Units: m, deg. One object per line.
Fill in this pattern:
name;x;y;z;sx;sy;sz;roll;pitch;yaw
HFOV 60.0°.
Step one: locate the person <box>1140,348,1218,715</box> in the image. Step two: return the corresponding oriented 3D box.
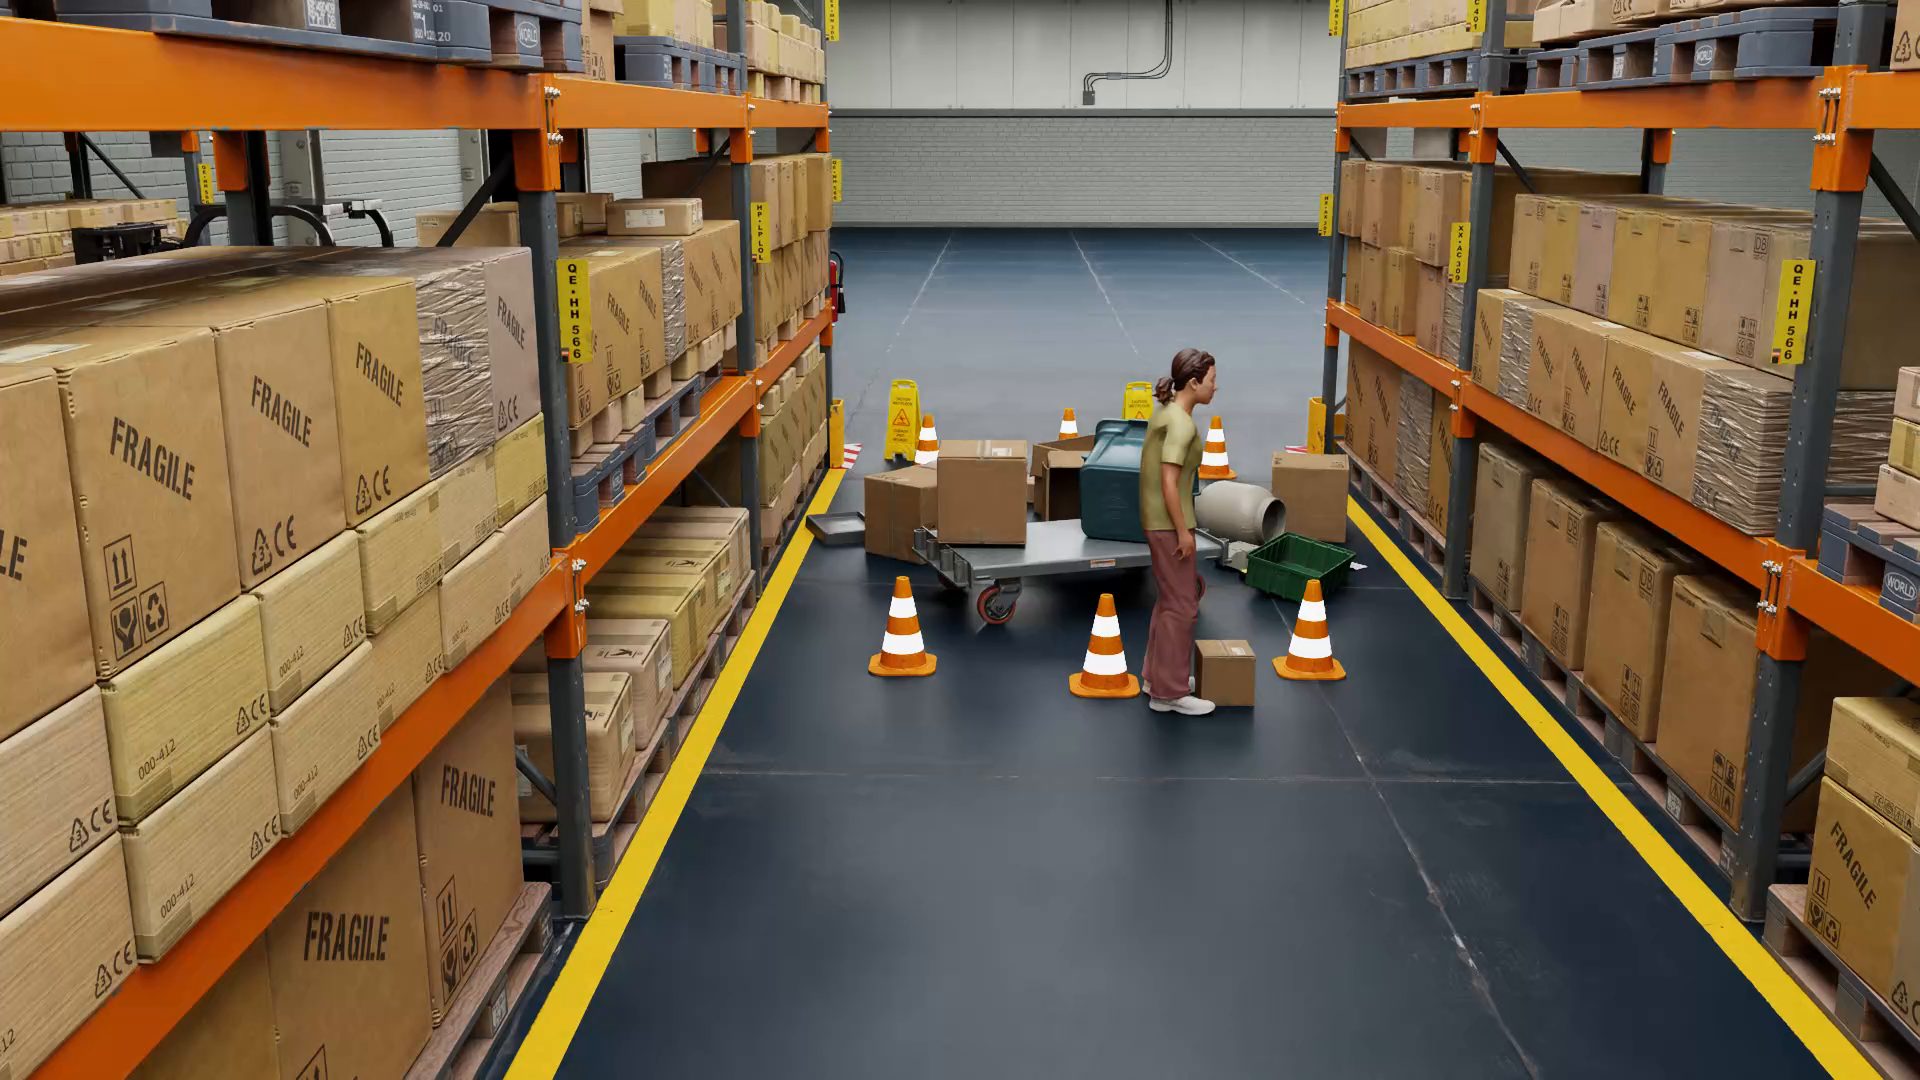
person;1.011;-0.054;7.720;0.360;1.673;0.499;0;14;2
